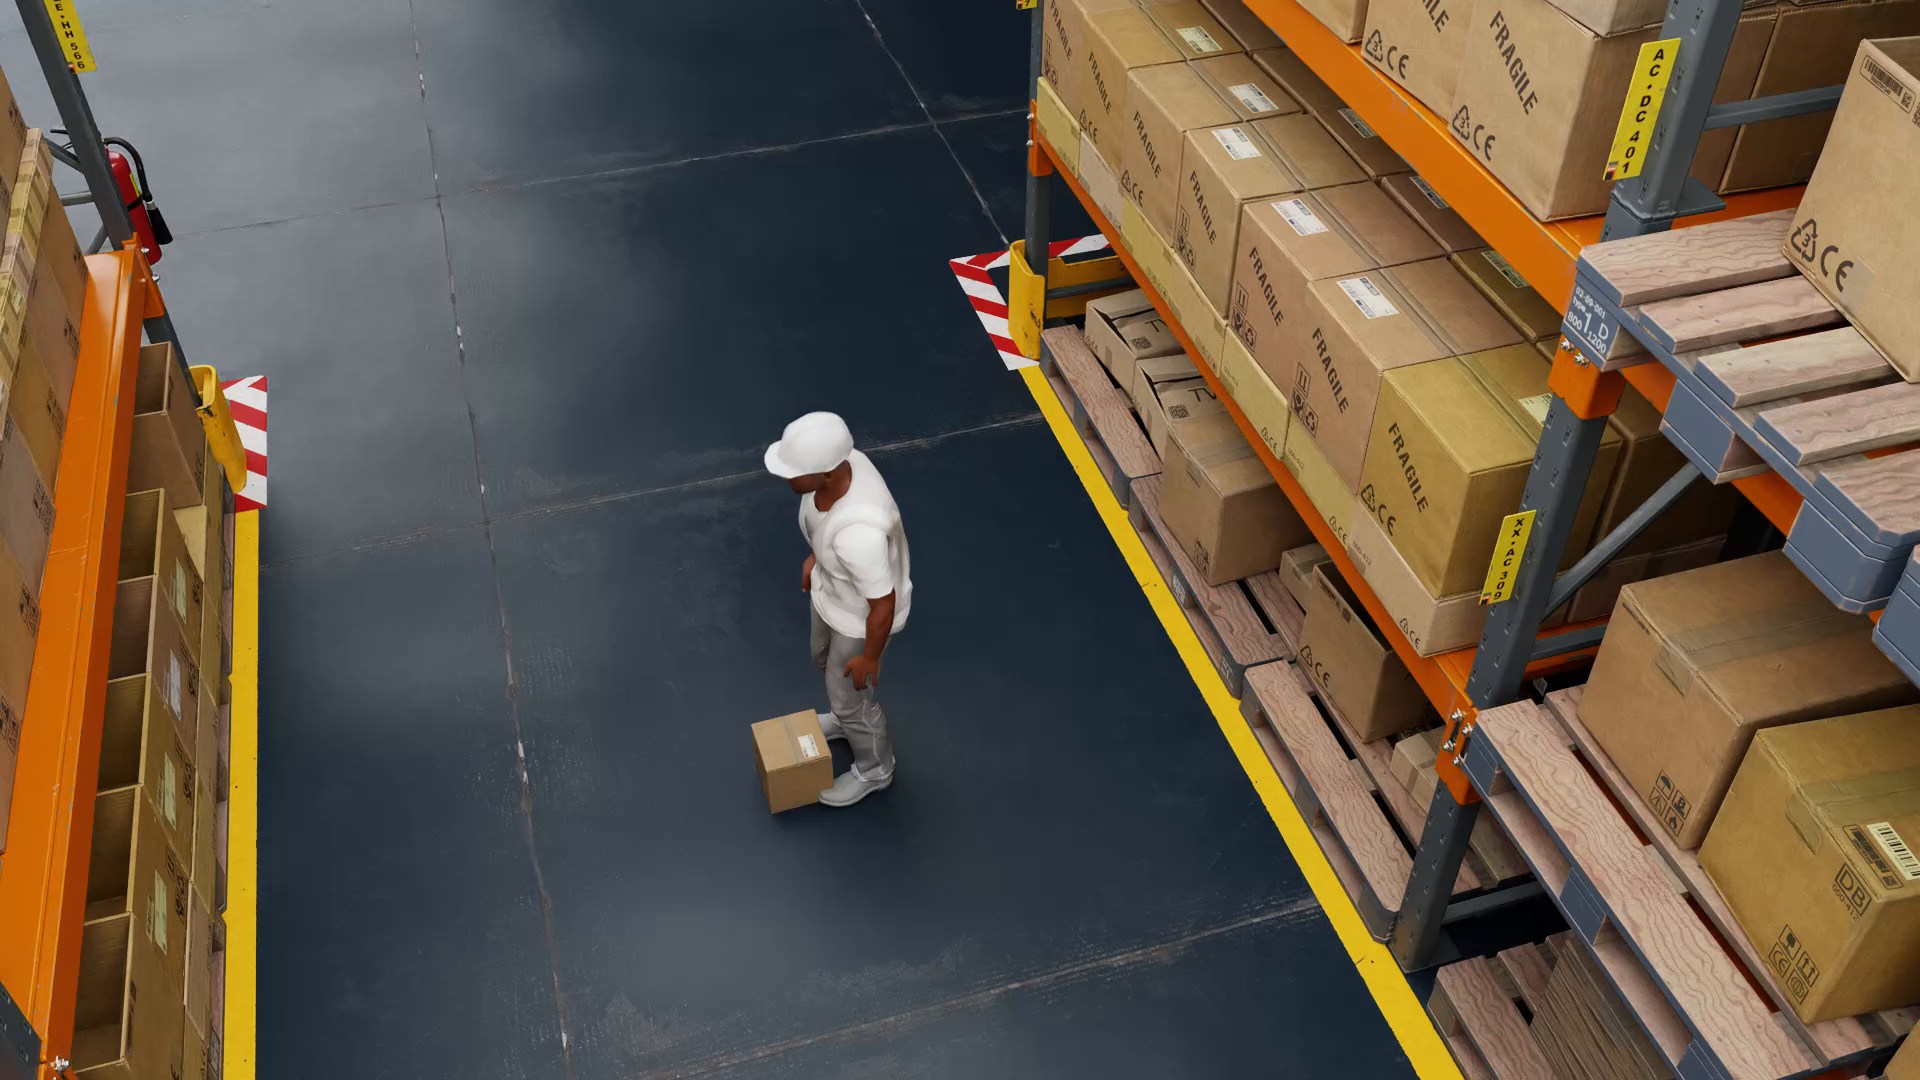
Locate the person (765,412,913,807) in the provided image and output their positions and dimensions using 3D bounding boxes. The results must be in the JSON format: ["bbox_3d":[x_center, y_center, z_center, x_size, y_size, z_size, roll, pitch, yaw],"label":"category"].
[{"bbox_3d":[-0.417,0.233,5.888,0.458,1.759,0.629,-14,44,-15],"label":"person"}]
